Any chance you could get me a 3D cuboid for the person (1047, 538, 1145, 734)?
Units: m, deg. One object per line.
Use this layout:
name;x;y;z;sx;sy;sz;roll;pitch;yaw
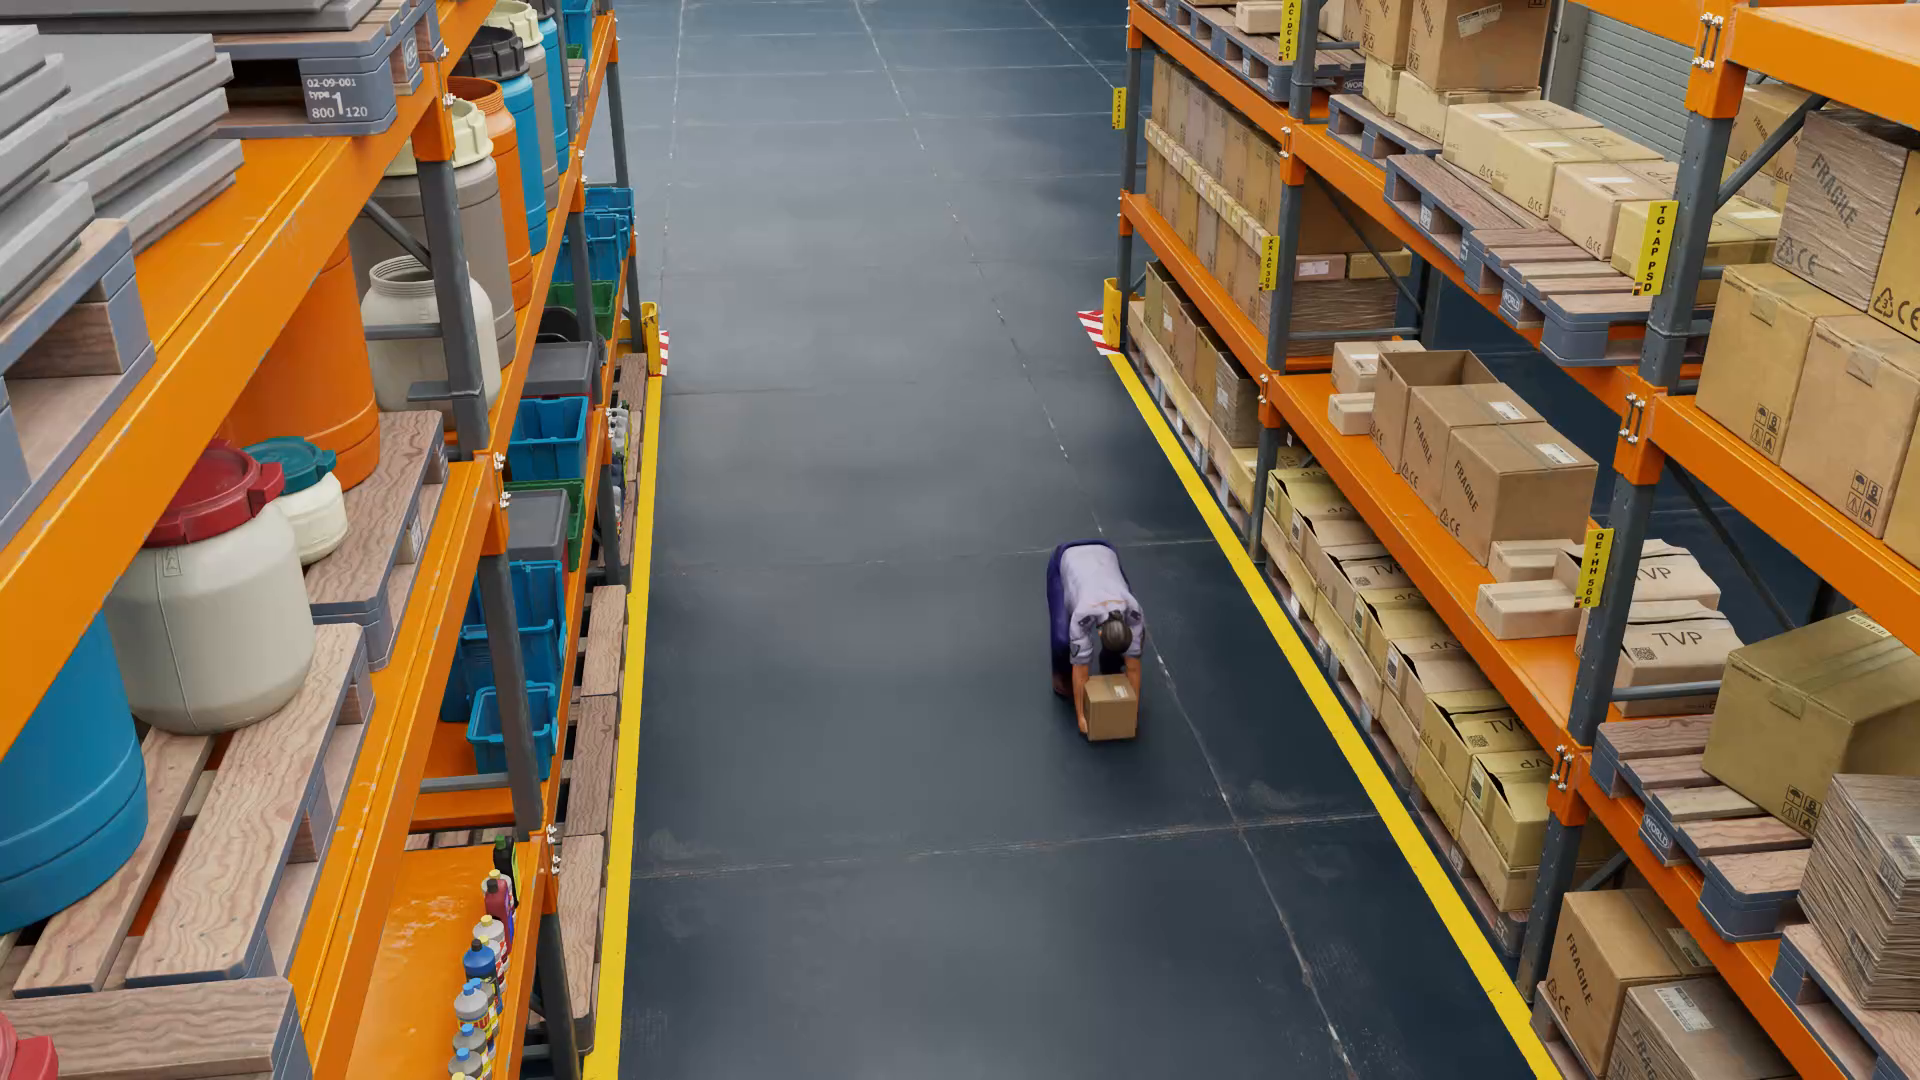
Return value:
person;0.750;0.503;9.014;0.522;0.840;0.899;-5;28;-9
